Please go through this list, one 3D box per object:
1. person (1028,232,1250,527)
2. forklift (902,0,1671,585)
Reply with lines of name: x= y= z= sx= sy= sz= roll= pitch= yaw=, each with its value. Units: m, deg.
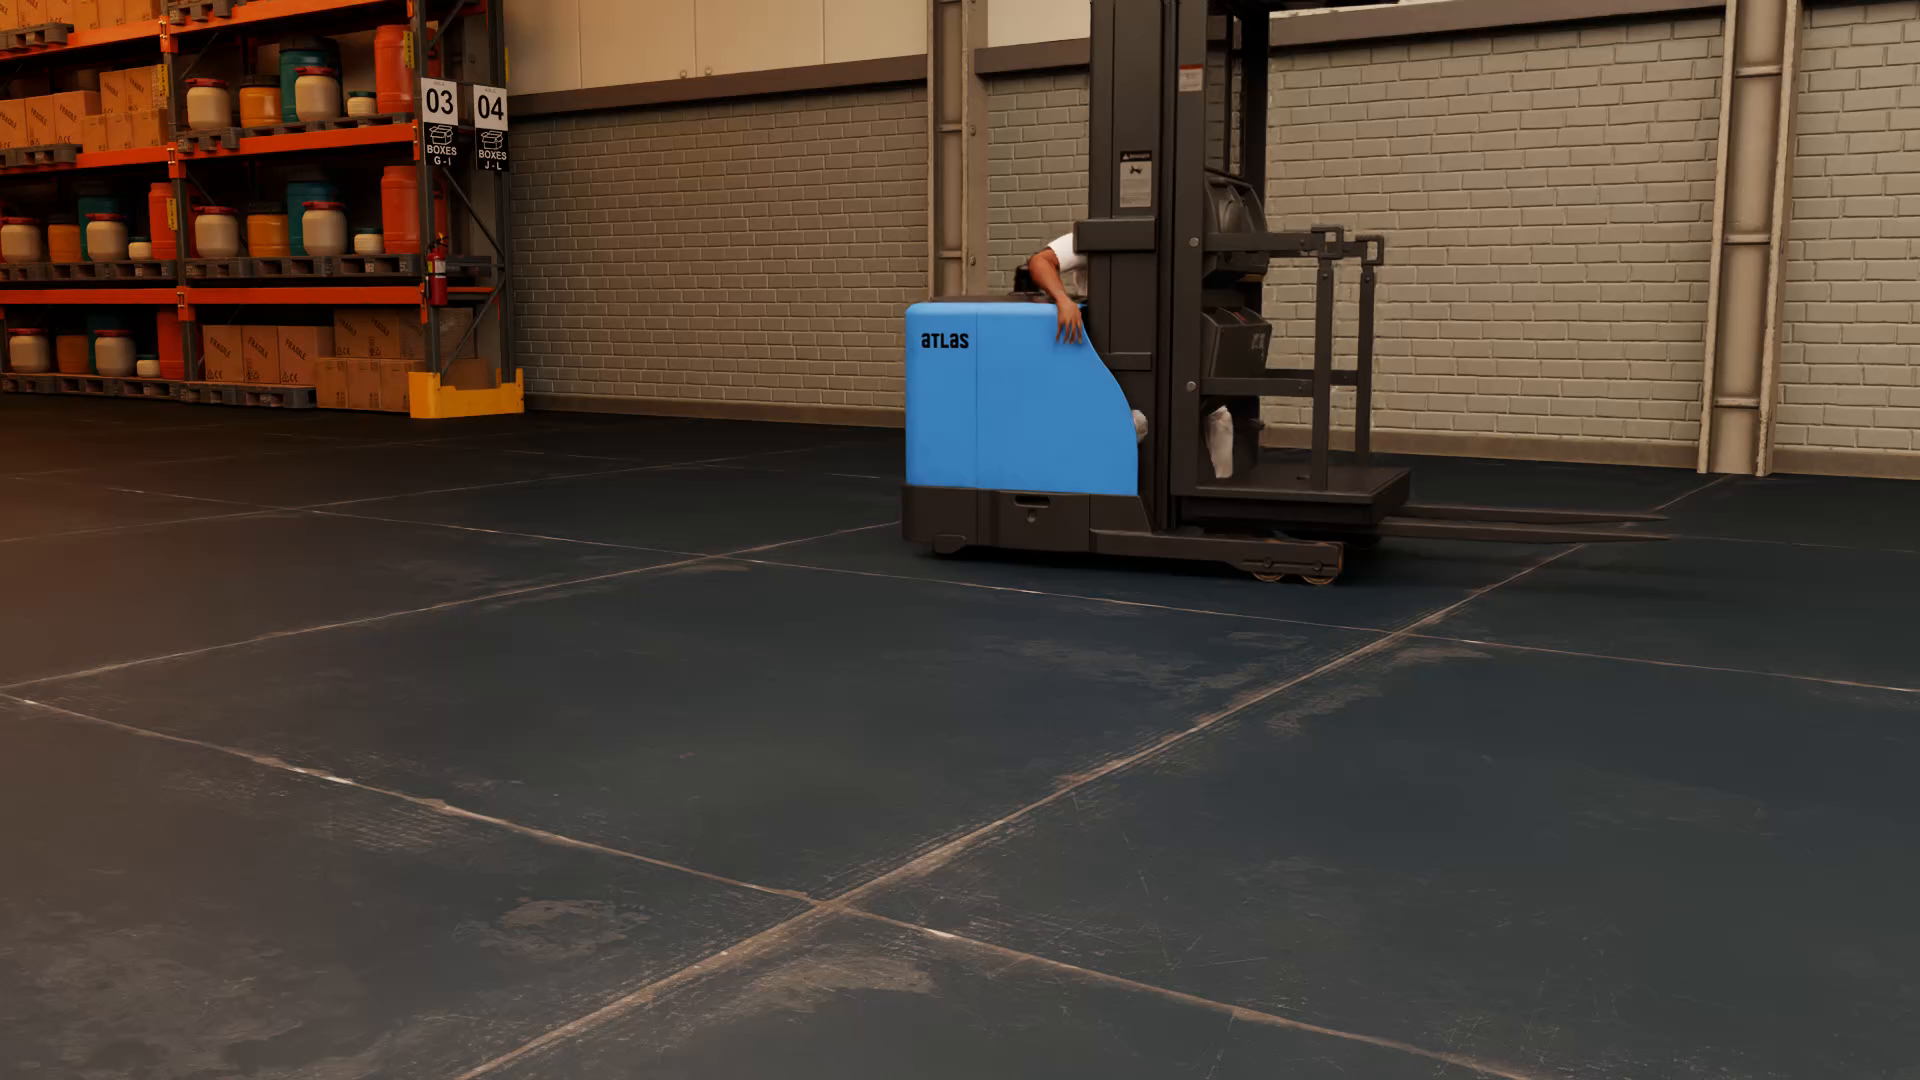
person: x=0.813 y=-0.815 z=6.946 sx=1.078 sy=1.499 sz=0.682 roll=-5 pitch=9 yaw=-29
forklift: x=1.321 y=-1.362 z=6.769 sx=3.031 sy=2.935 sz=1.130 roll=3 pitch=9 yaw=22
